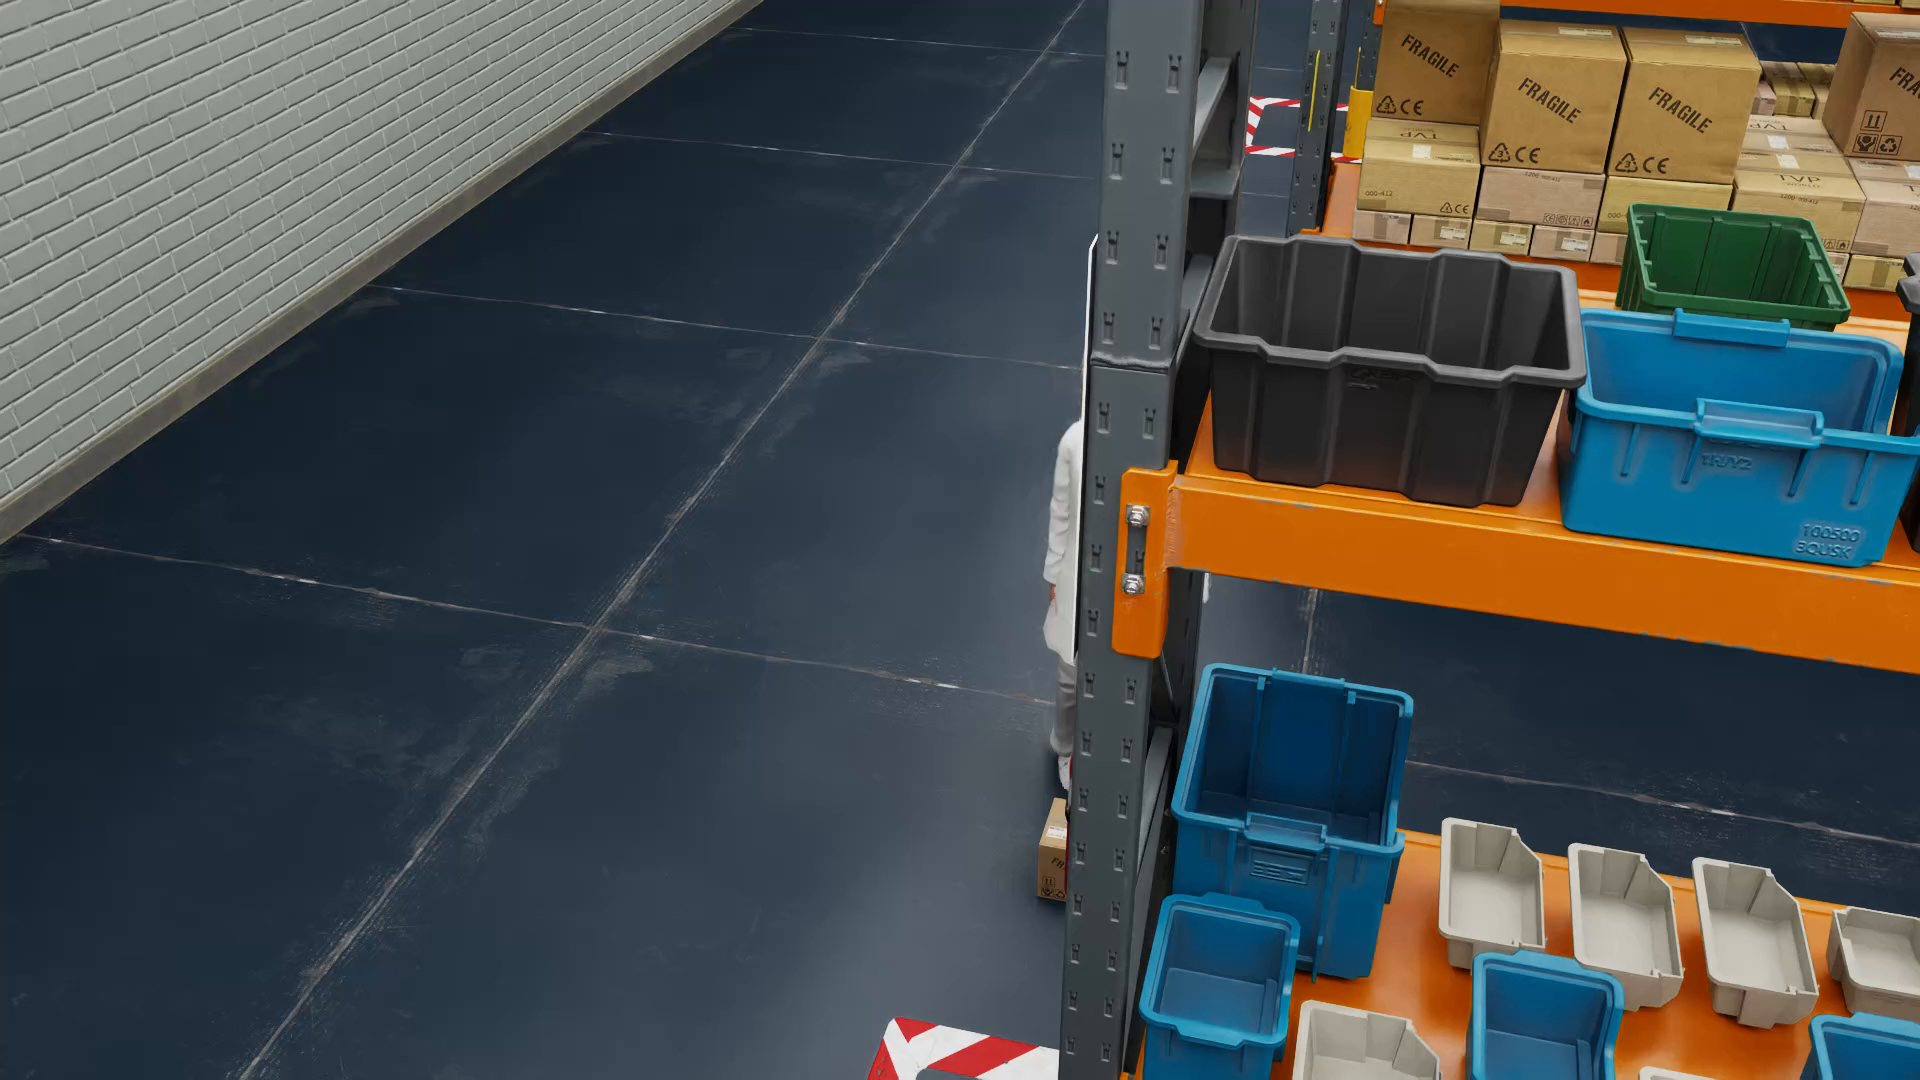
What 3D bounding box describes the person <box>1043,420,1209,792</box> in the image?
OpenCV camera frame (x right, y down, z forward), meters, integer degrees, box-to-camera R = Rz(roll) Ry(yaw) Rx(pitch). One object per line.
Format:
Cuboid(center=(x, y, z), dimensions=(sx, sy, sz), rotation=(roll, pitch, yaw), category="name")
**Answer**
Cuboid(center=(0.569, 0.218, 5.849), dimensions=(0.592, 1.826, 0.522), rotation=(9, 33, 14), category="person")
